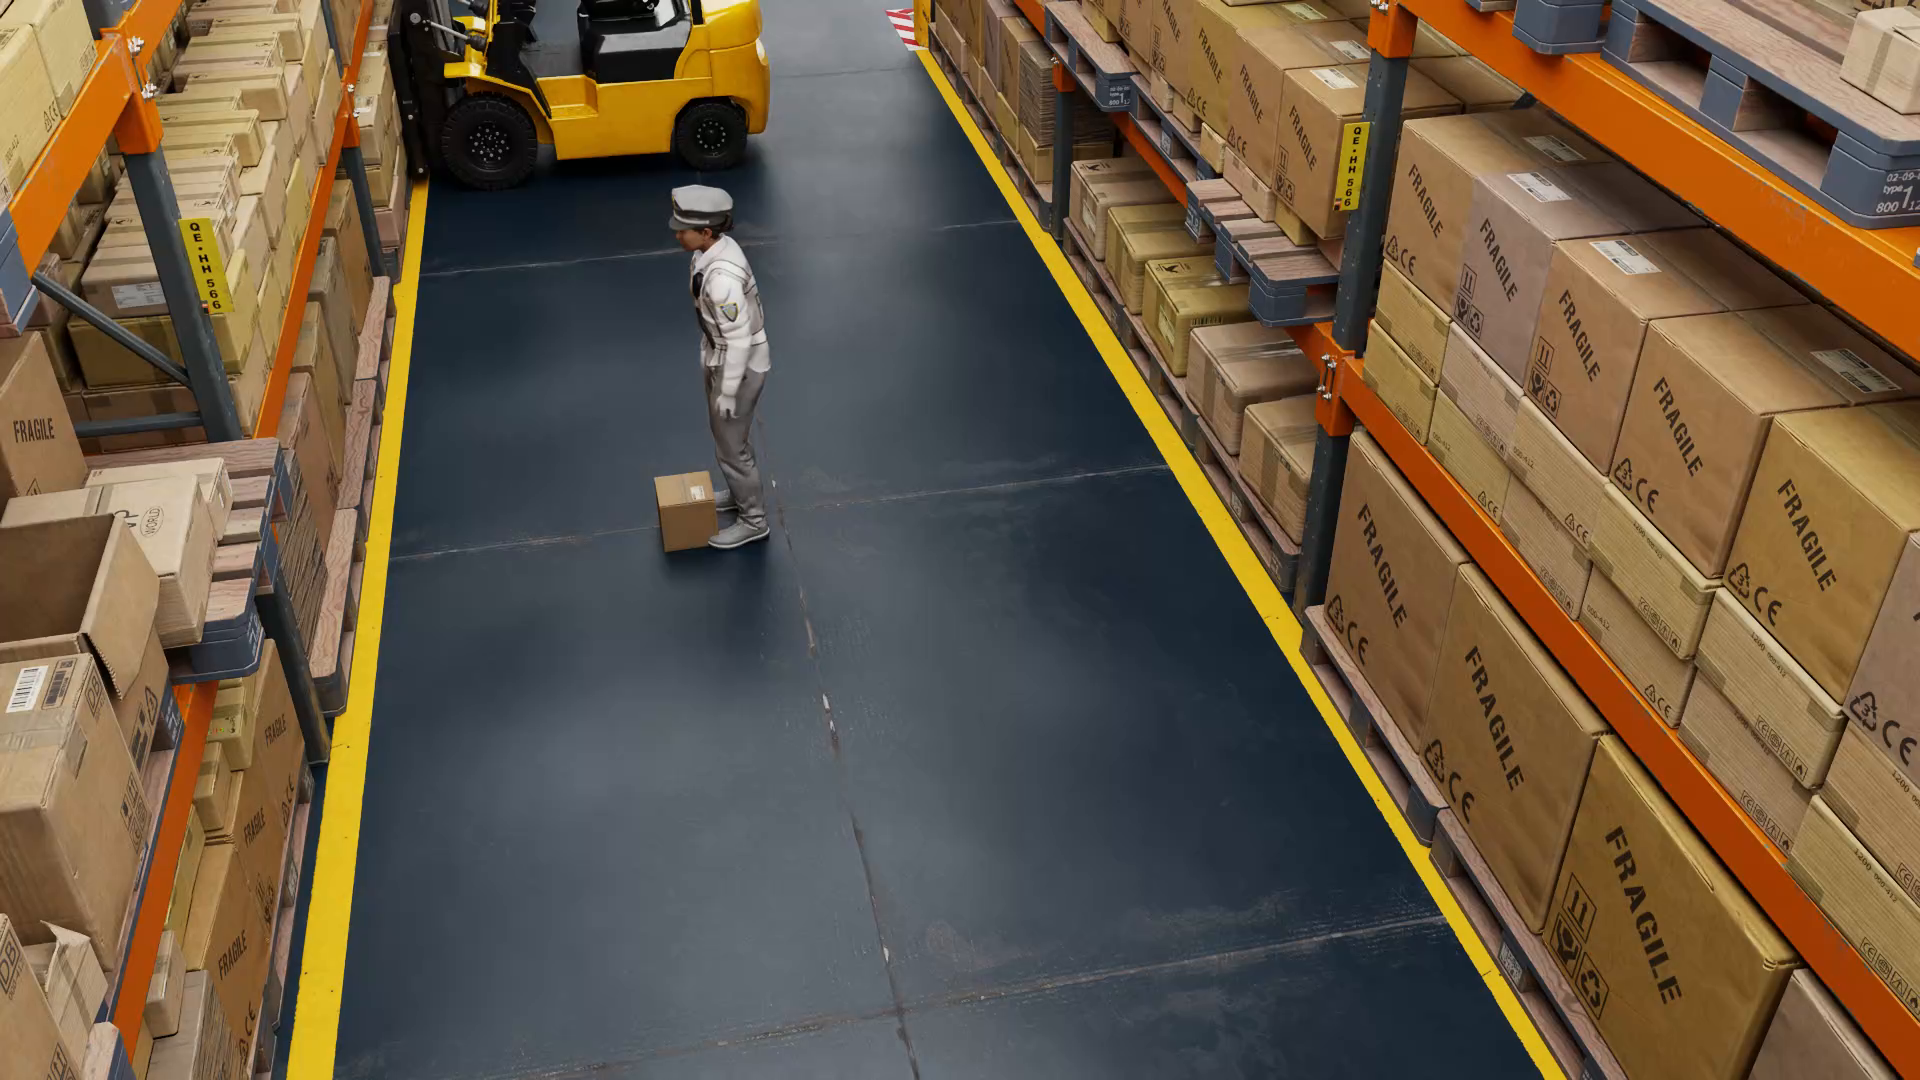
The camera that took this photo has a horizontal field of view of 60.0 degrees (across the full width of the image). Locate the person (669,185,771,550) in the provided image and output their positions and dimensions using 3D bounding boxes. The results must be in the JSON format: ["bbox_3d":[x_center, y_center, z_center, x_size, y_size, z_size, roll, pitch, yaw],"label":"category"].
[{"bbox_3d":[-1.011,-0.743,7.217,0.369,1.667,0.546,-9,36,-13],"label":"person"}]
